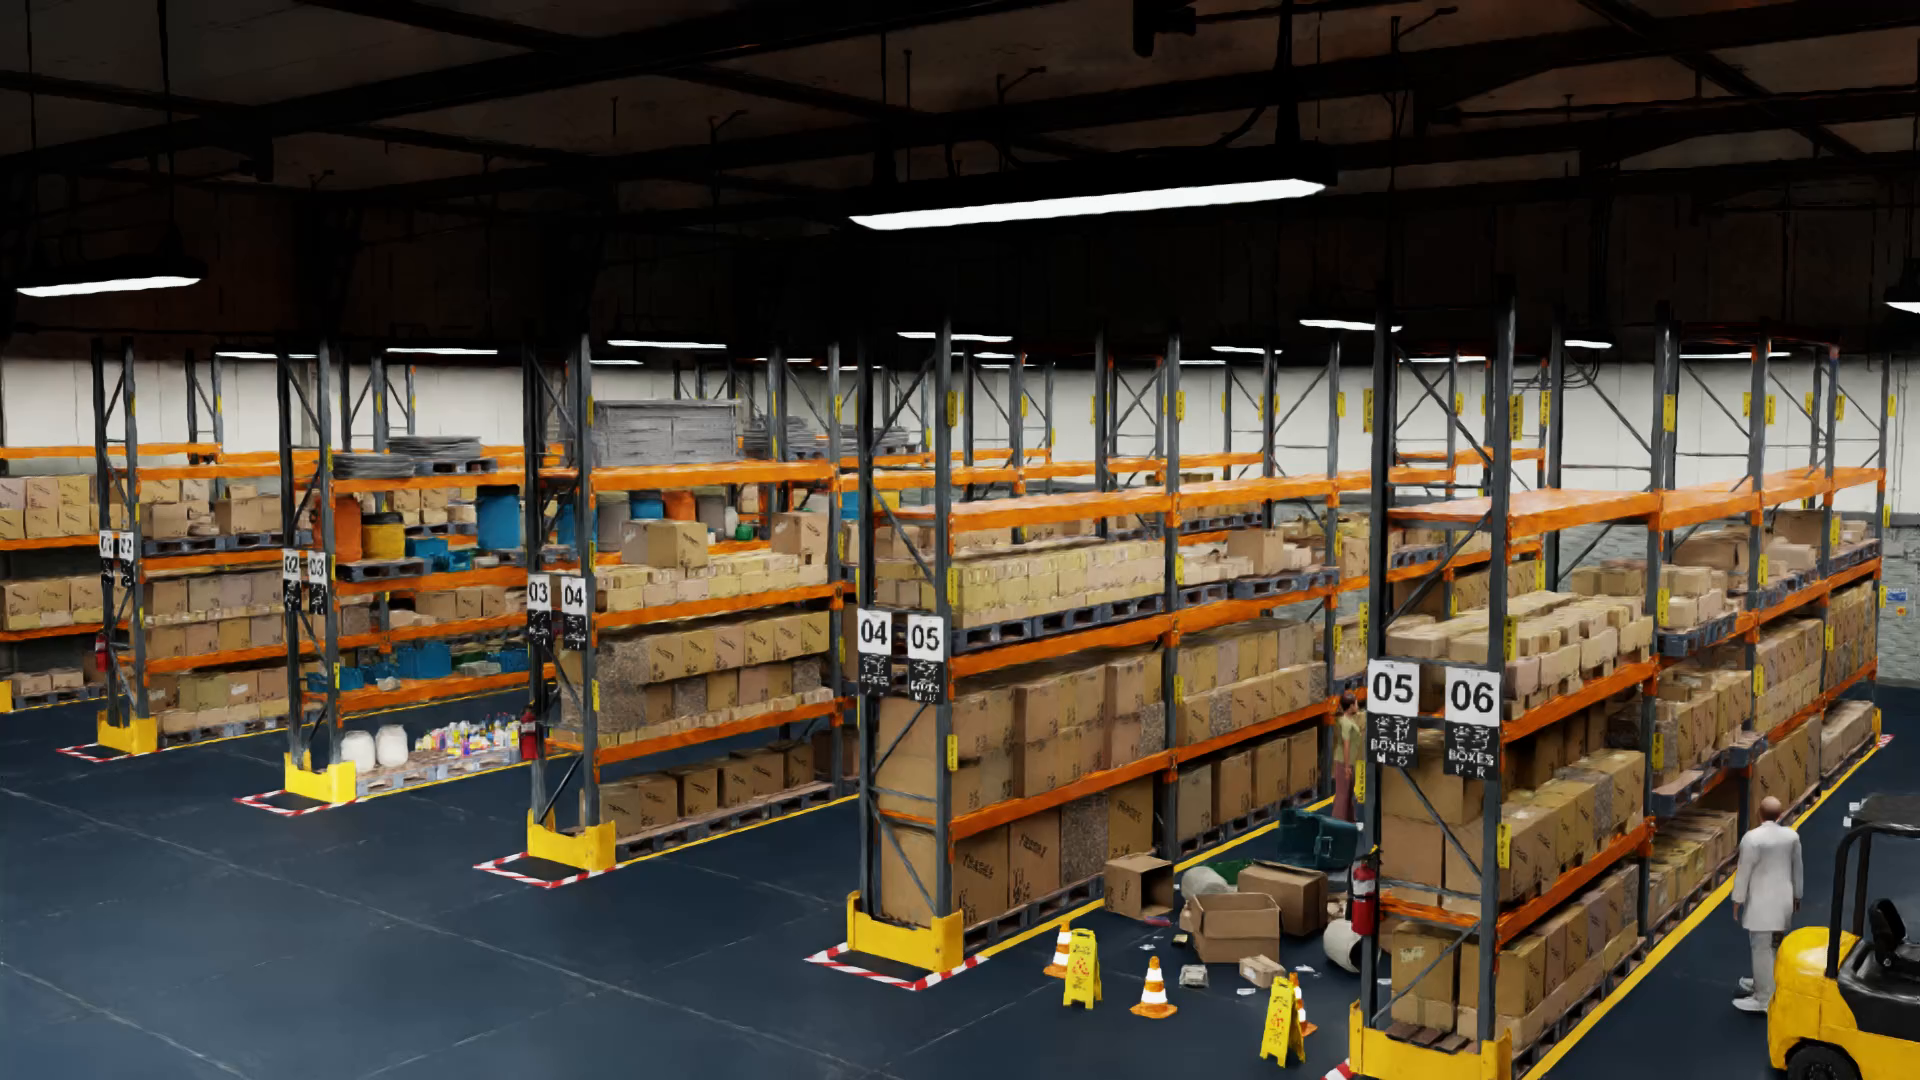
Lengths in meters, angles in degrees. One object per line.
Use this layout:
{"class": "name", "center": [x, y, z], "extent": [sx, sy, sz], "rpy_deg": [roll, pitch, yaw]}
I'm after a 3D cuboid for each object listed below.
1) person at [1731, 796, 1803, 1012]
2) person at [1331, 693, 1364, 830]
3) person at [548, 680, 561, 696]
{"class": "person", "center": [6.802, 3.036, 14.078], "extent": [0.677, 1.775, 0.636], "rpy_deg": [-2, 5, -20]}
{"class": "person", "center": [4.570, 2.620, 19.470], "extent": [0.451, 1.679, 0.541], "rpy_deg": [1, 5, 8]}
{"class": "person", "center": [-6.616, 1.822, 28.579], "extent": [0.554, 1.706, 1.040], "rpy_deg": [4, 6, 36]}
